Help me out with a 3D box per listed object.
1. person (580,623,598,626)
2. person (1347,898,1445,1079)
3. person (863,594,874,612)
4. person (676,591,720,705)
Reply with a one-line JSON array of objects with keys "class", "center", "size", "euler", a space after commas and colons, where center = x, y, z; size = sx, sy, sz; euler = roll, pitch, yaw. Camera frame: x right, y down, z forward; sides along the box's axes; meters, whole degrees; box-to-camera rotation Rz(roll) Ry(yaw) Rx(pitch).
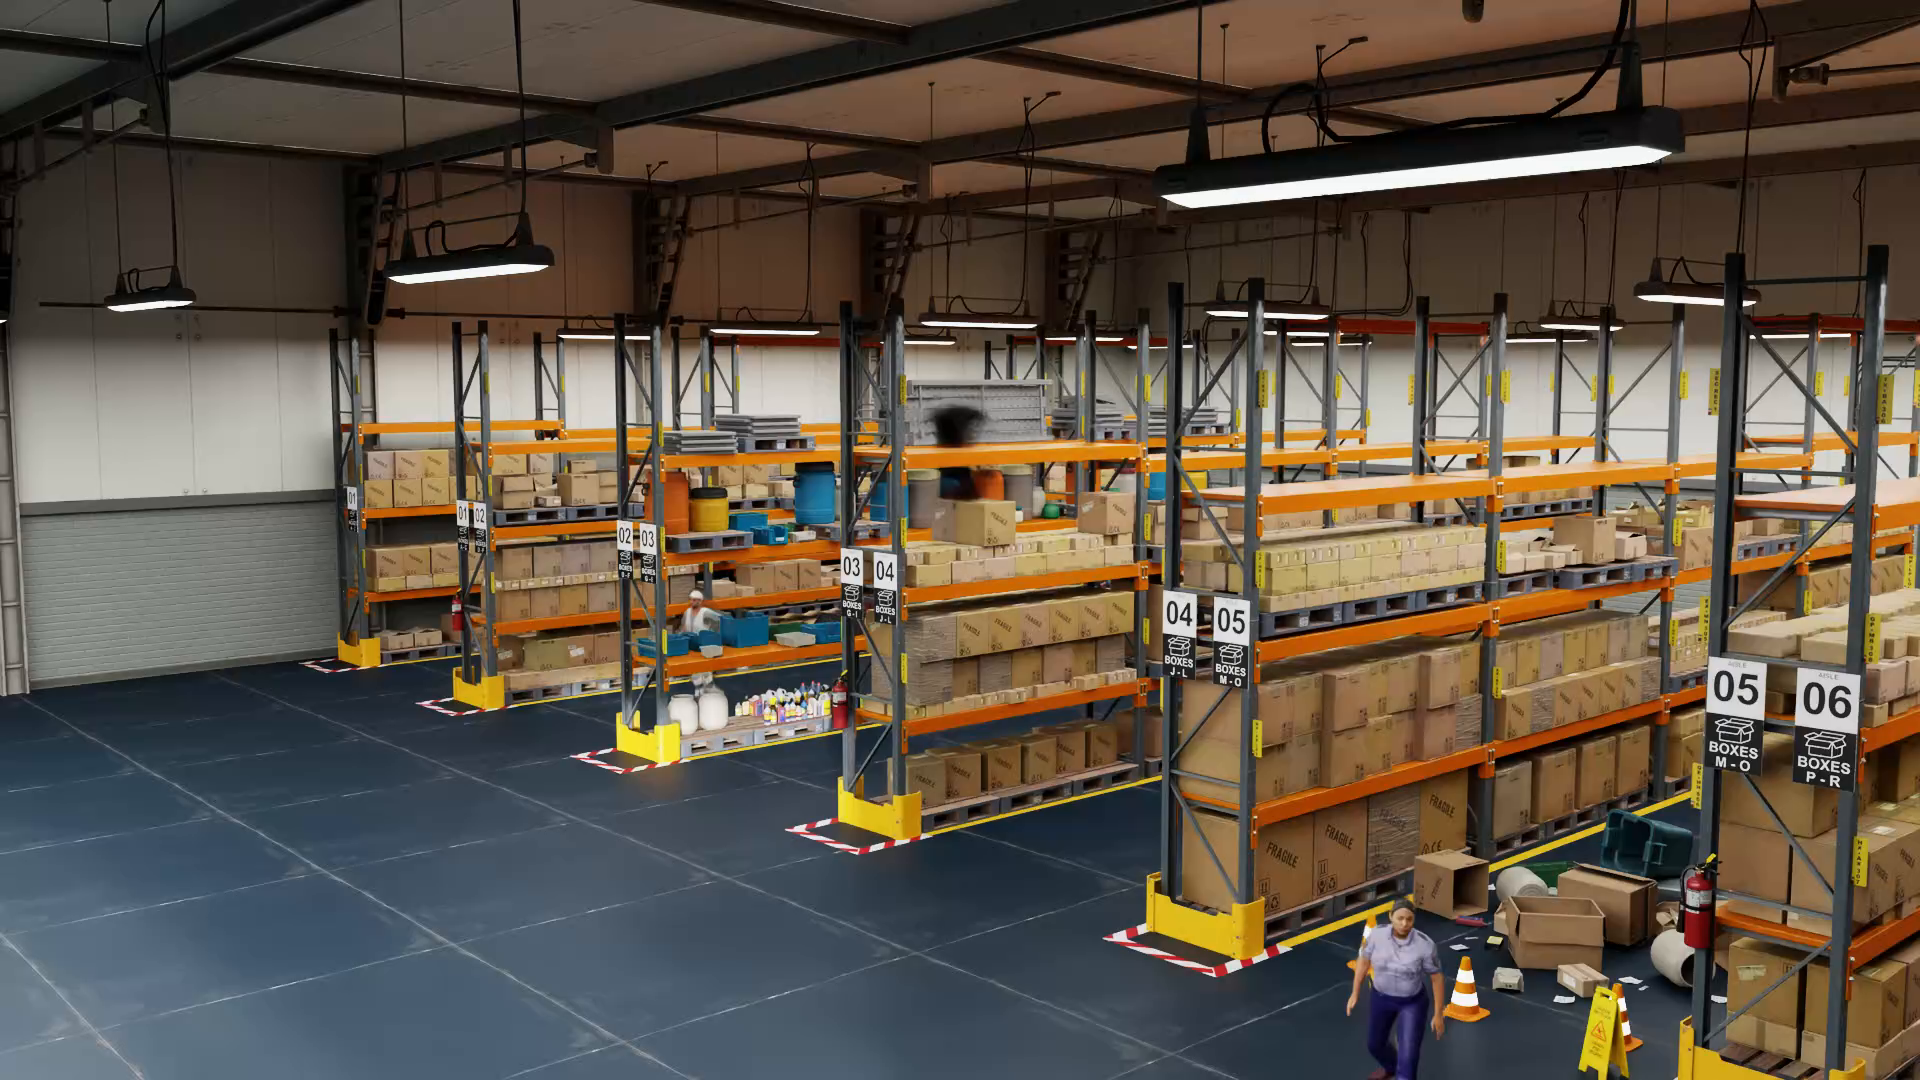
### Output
[{"class": "person", "center": [-6.602, 1.421, 29.398], "size": [0.744, 1.674, 0.908], "euler": [4, 7, 34]}, {"class": "person", "center": [3.108, 3.231, 11.708], "size": [0.675, 1.575, 0.812], "euler": [3, 6, 27]}, {"class": "person", "center": [-1.891, 1.013, 33.610], "size": [0.574, 1.630, 0.605], "euler": [5, 8, 43]}, {"class": "person", "center": [-4.104, 1.701, 26.092], "size": [0.631, 1.829, 0.842], "euler": [5, 7, 39]}]
